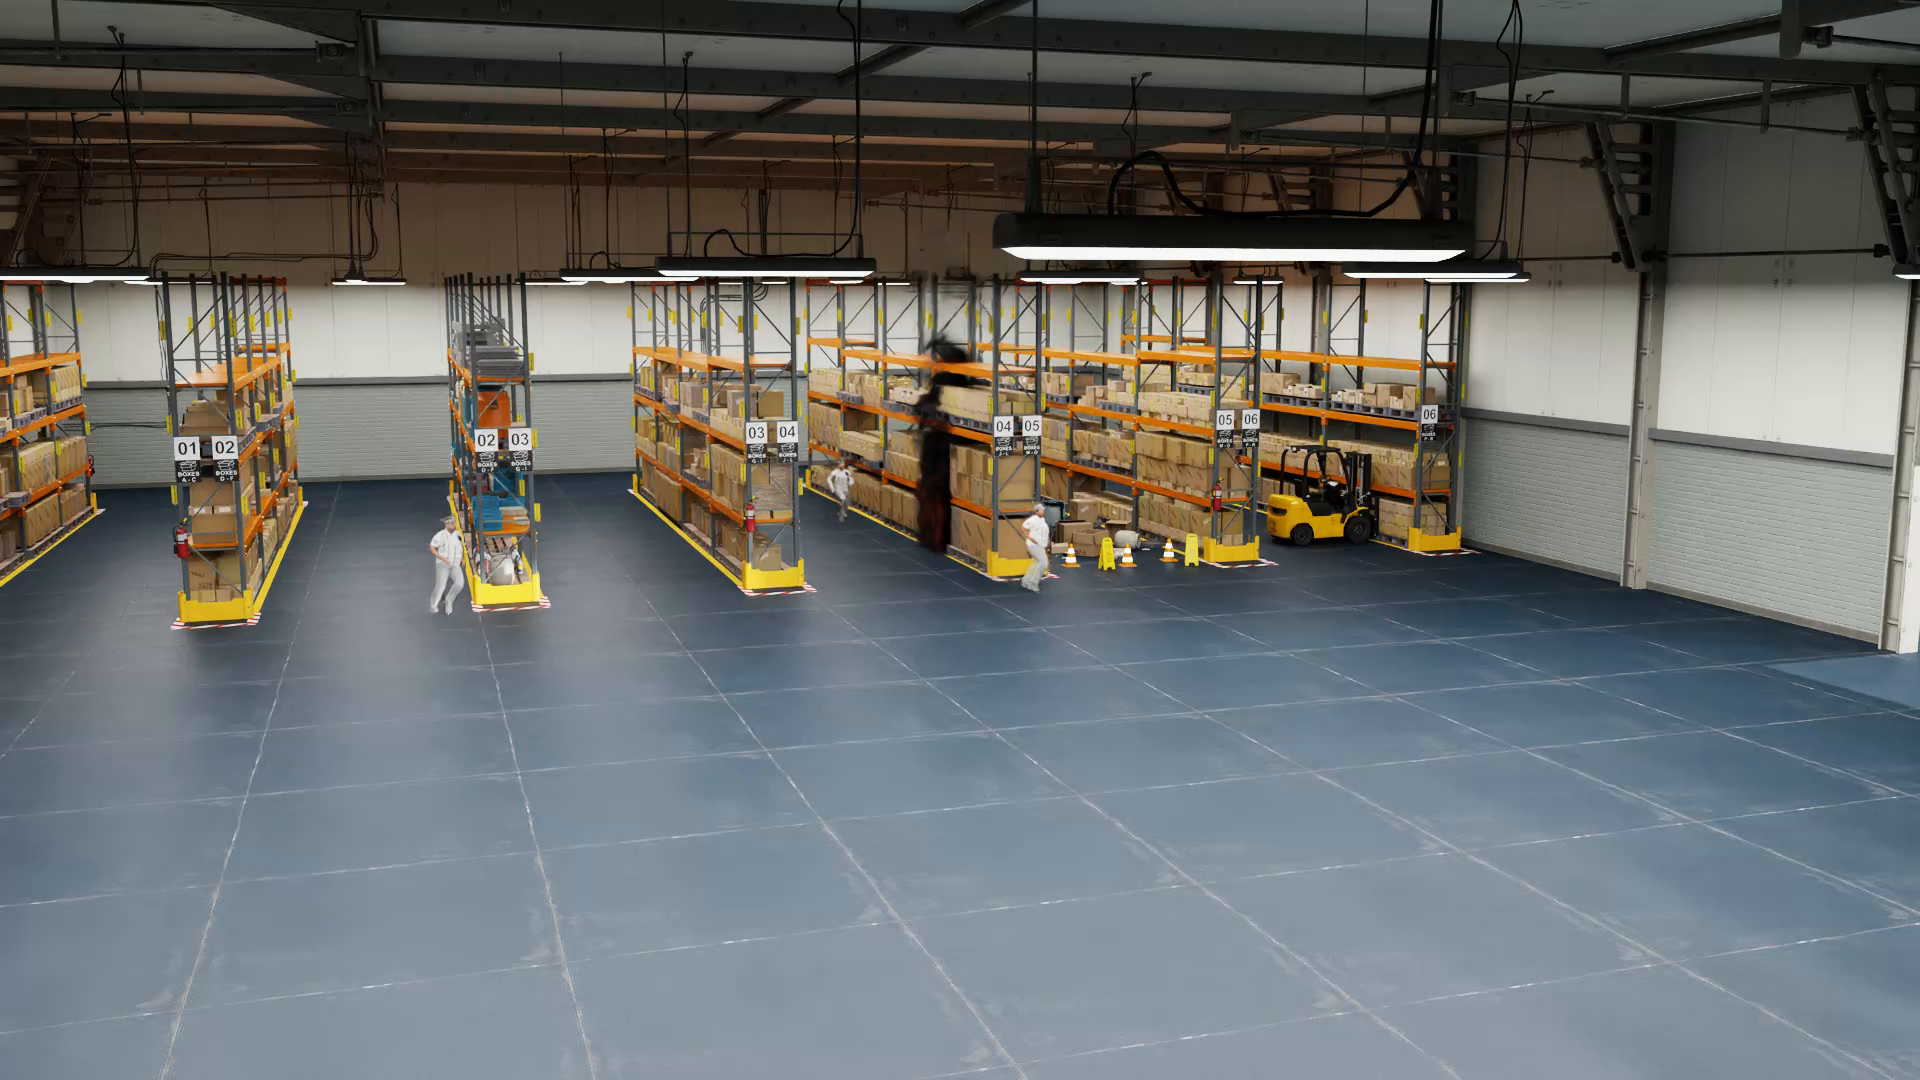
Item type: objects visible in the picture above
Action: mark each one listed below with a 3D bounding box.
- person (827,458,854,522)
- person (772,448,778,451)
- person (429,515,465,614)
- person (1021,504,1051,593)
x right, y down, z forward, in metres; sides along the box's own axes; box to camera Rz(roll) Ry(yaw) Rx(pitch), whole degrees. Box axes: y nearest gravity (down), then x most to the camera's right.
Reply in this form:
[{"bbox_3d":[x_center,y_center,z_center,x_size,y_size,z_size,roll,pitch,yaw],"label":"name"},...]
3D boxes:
[{"bbox_3d":[-2.850,-1.186,40.059,0.622,1.603,0.893,-3,9,-20],"label":"person"},{"bbox_3d":[-5.591,-2.470,49.078,0.855,1.585,0.762,-3,9,-21],"label":"person"},{"bbox_3d":[-9.060,0.437,29.537,0.634,1.764,0.722,8,12,42],"label":"person"},{"bbox_3d":[1.480,0.153,31.711,0.609,1.695,0.634,5,10,28],"label":"person"}]
